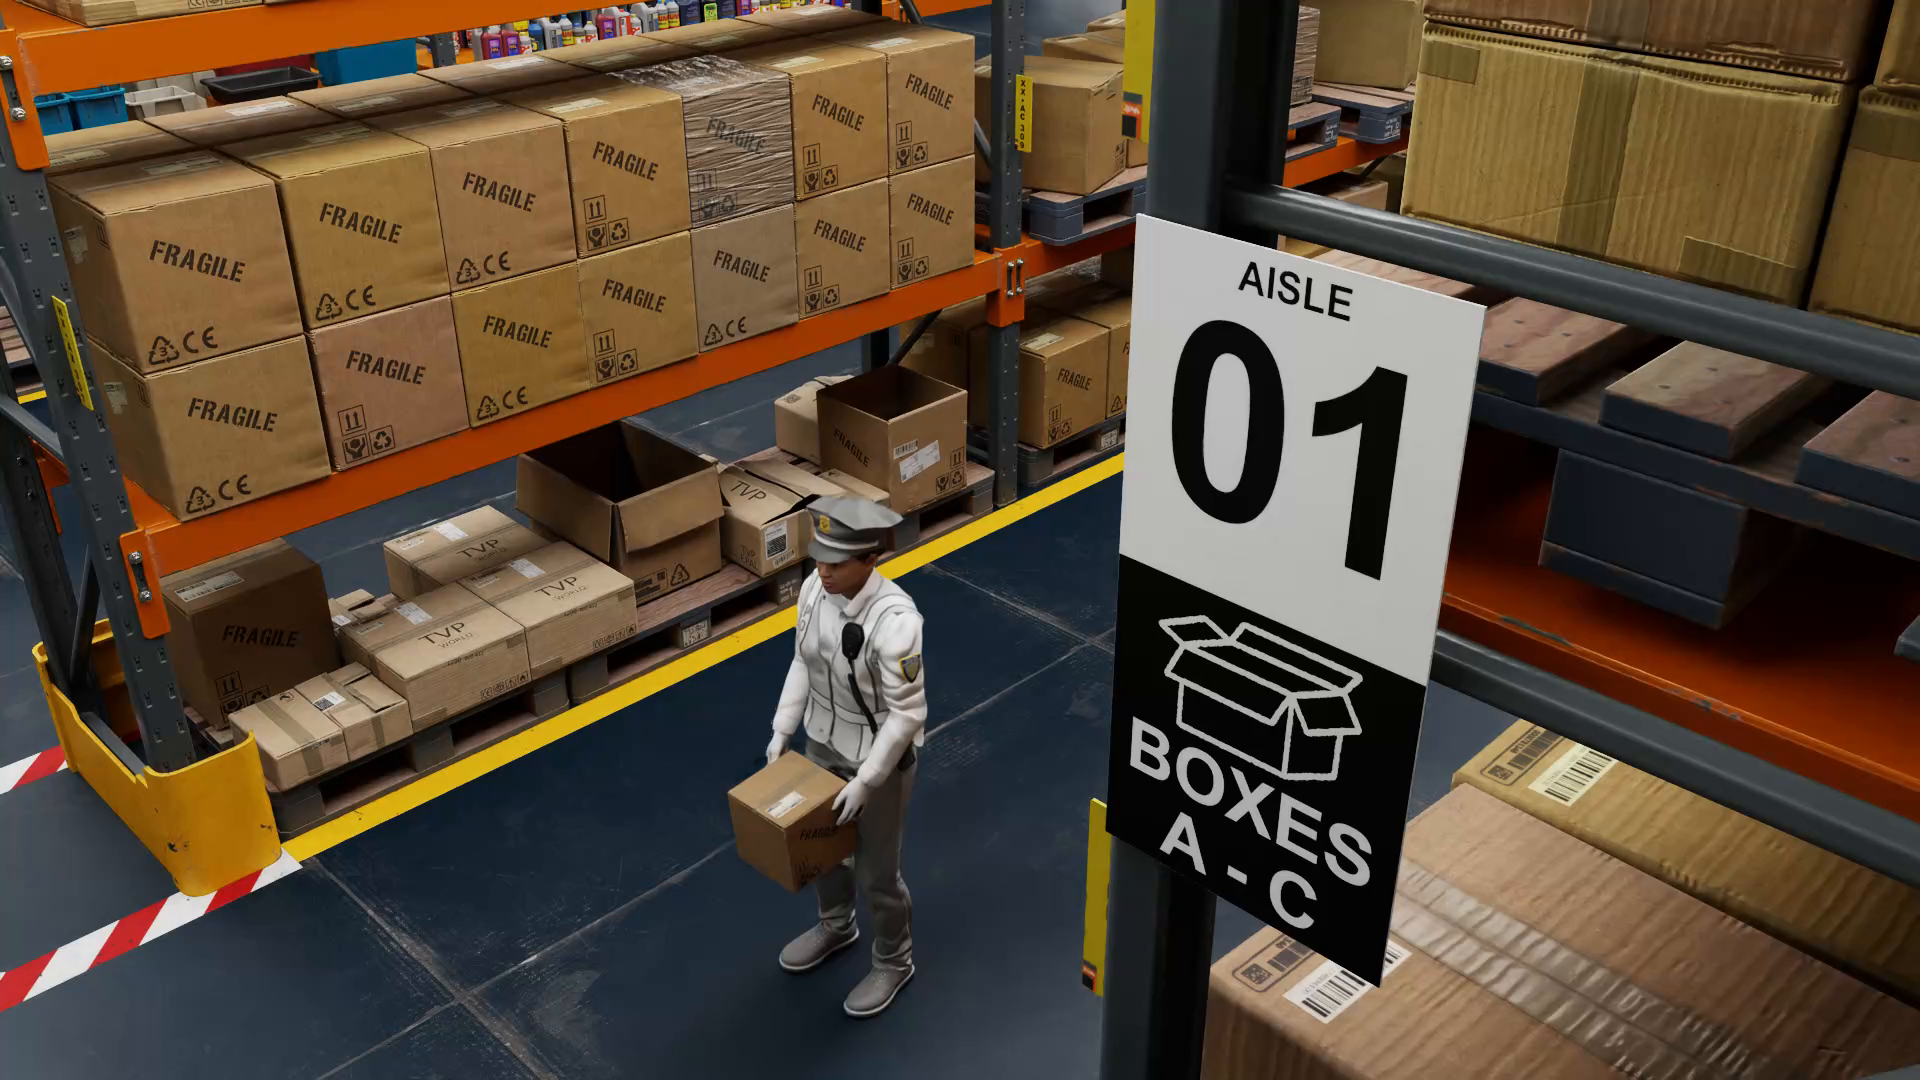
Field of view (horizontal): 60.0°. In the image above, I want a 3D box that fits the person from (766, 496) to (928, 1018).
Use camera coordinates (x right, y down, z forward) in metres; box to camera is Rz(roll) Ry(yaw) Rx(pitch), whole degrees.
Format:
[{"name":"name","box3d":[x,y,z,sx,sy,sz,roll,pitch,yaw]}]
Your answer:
[{"name":"person","box3d":[-0.320,0.637,4.896,0.501,1.682,0.398,24,36,37]}]
